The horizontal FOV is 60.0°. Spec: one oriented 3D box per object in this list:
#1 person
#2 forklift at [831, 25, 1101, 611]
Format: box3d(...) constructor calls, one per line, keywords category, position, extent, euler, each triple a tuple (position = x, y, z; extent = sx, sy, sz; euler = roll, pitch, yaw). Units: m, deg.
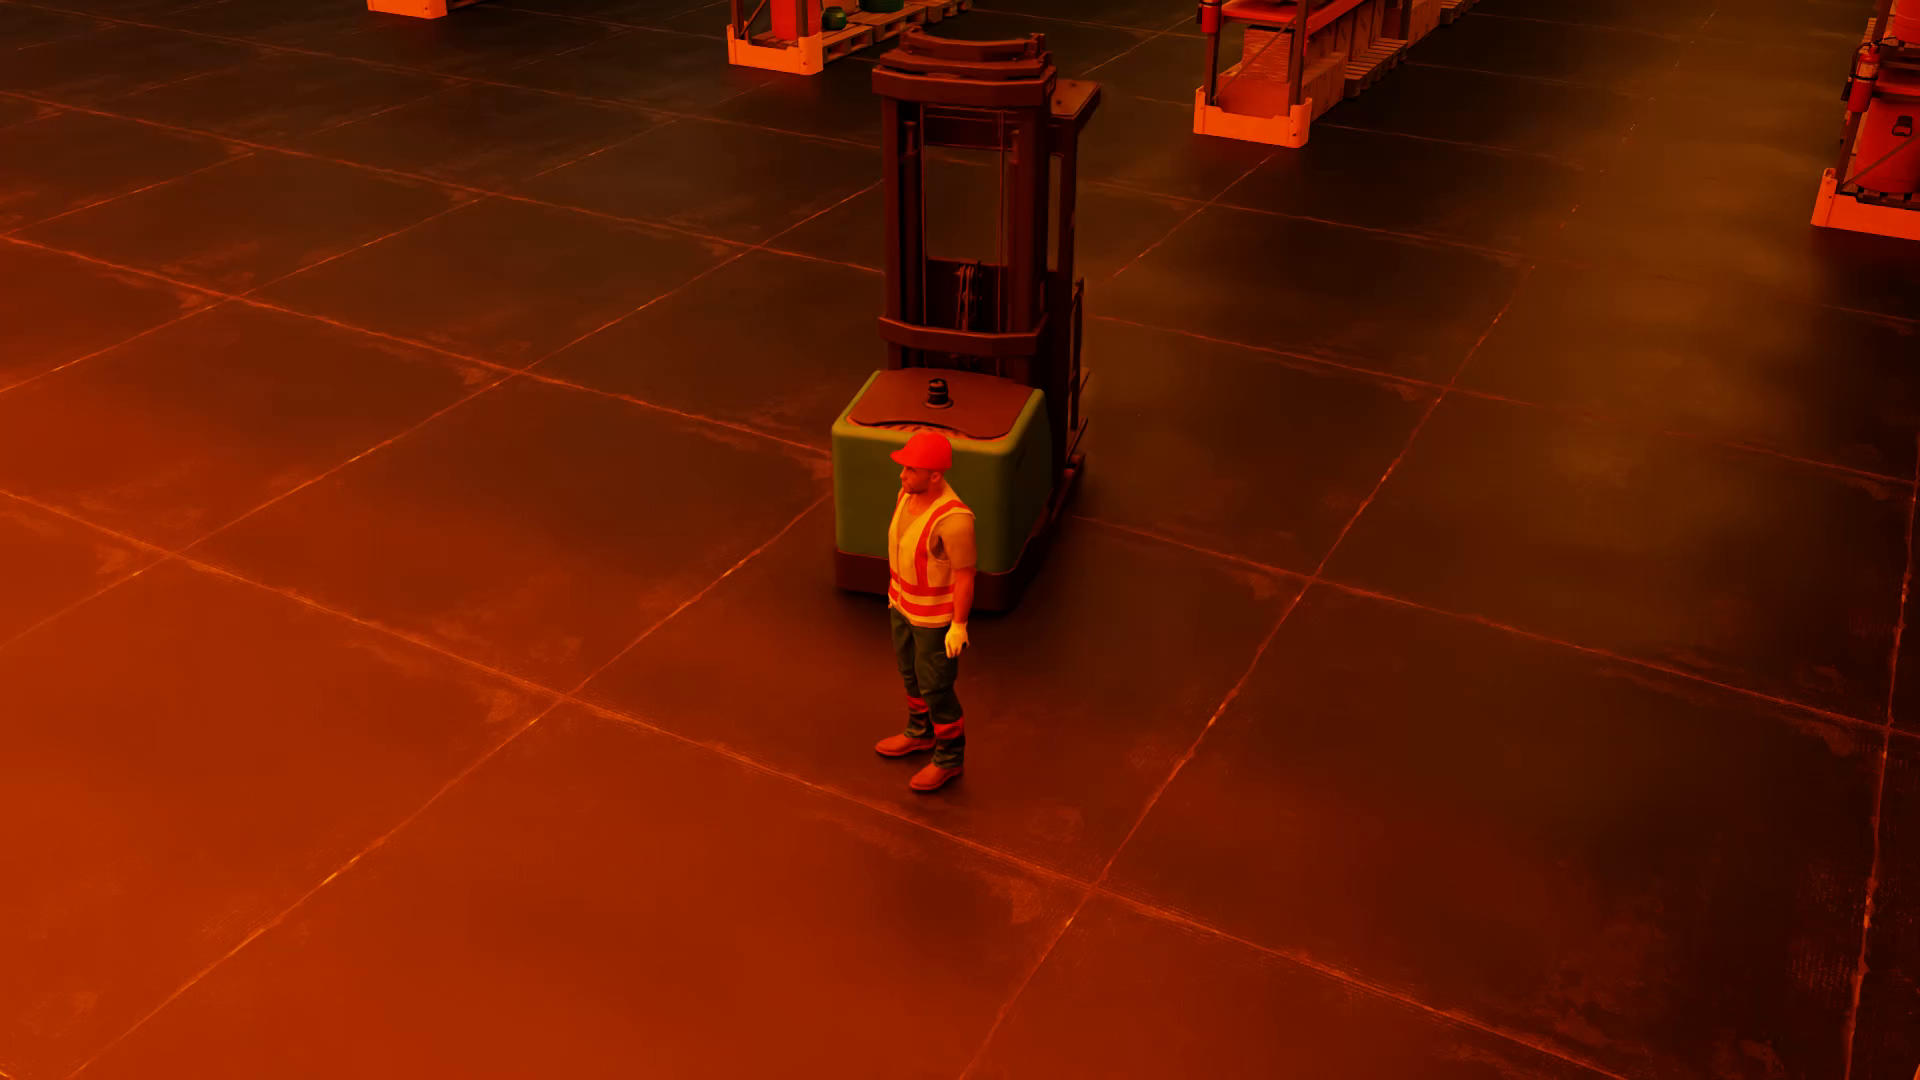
box3d(category="person", position=(-0.161, 0.321, 7.658), extent=(0.346, 1.794, 0.581), euler=(-18, 34, -28))
box3d(category="forklift", position=(0.174, -1.600, 9.842), extent=(1.130, 2.935, 3.031), euler=(8, 31, 13))
